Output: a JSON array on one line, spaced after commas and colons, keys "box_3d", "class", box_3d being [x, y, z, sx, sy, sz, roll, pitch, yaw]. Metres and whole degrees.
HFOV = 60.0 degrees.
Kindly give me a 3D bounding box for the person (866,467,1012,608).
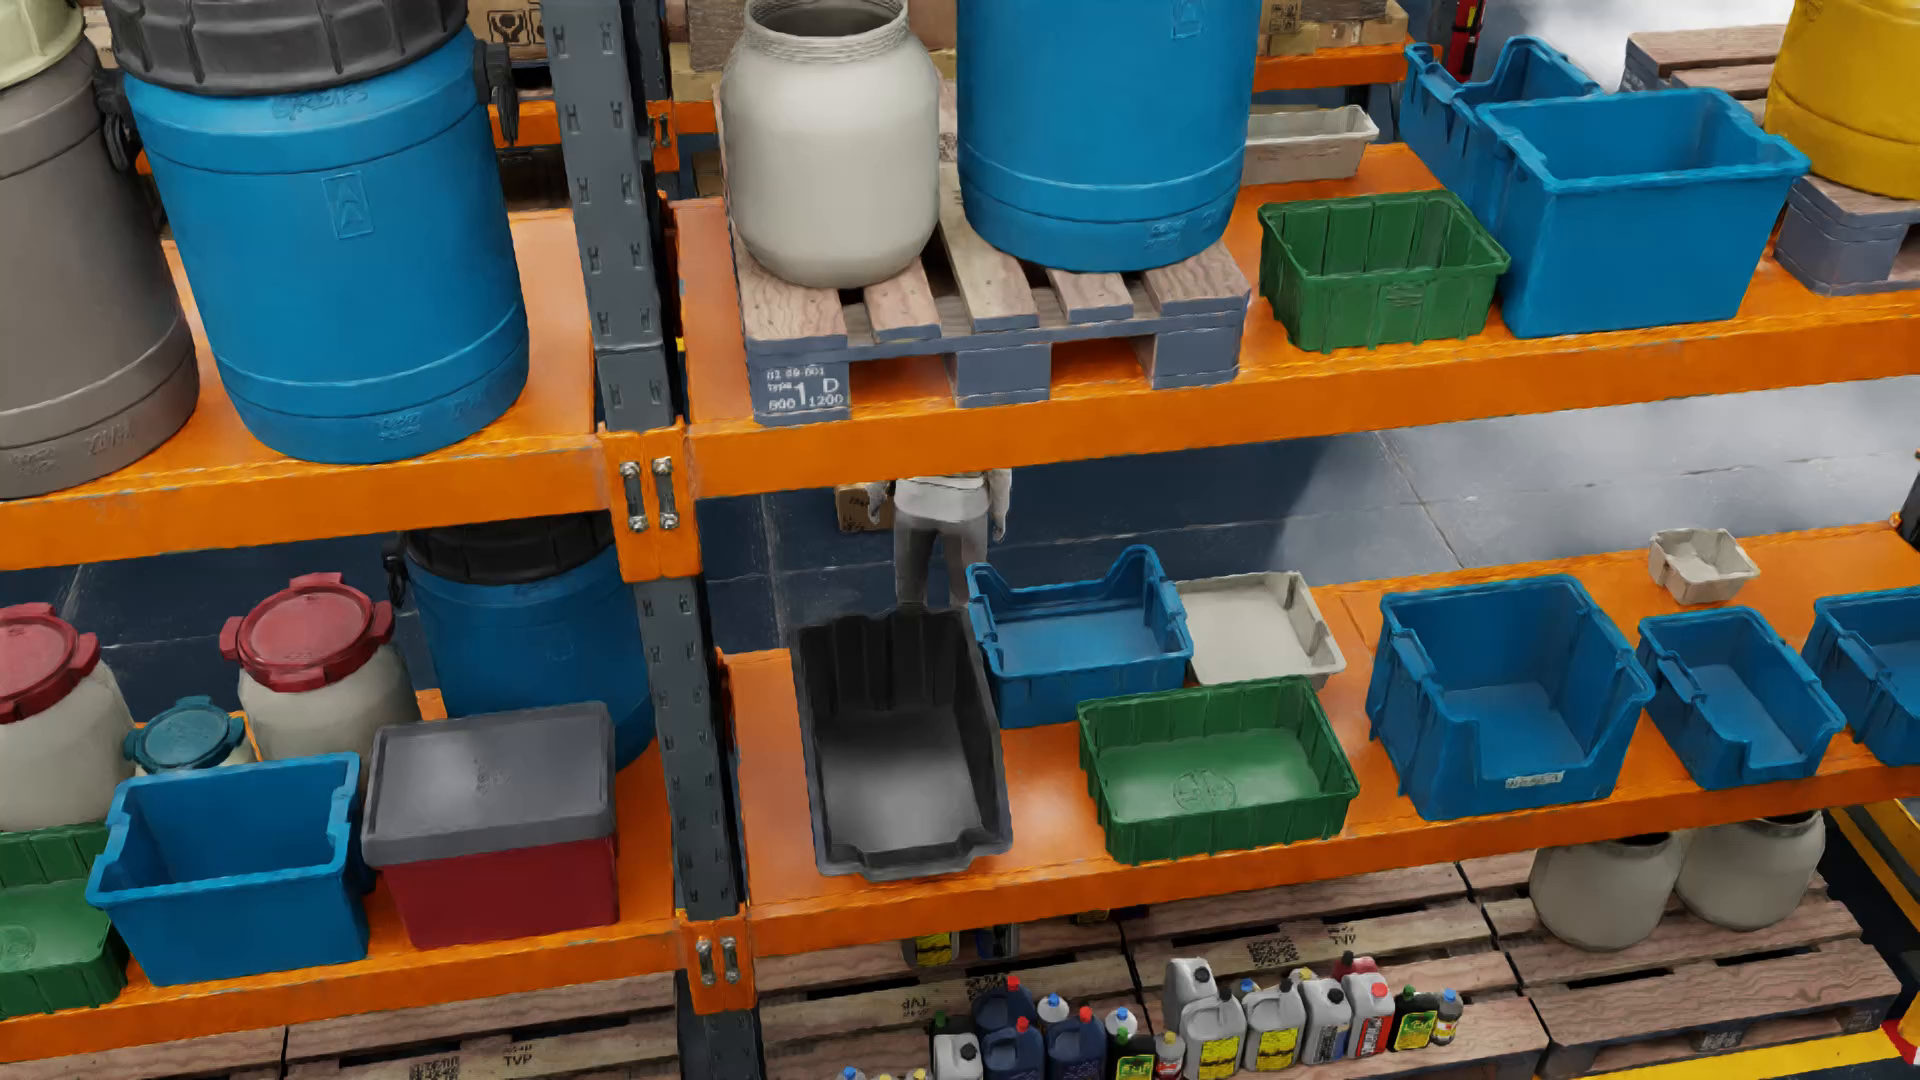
[{"box_3d": [-0.071, -0.118, 6.249, 0.577, 1.683, 0.355, 7, 39, 9], "class": "person"}]
